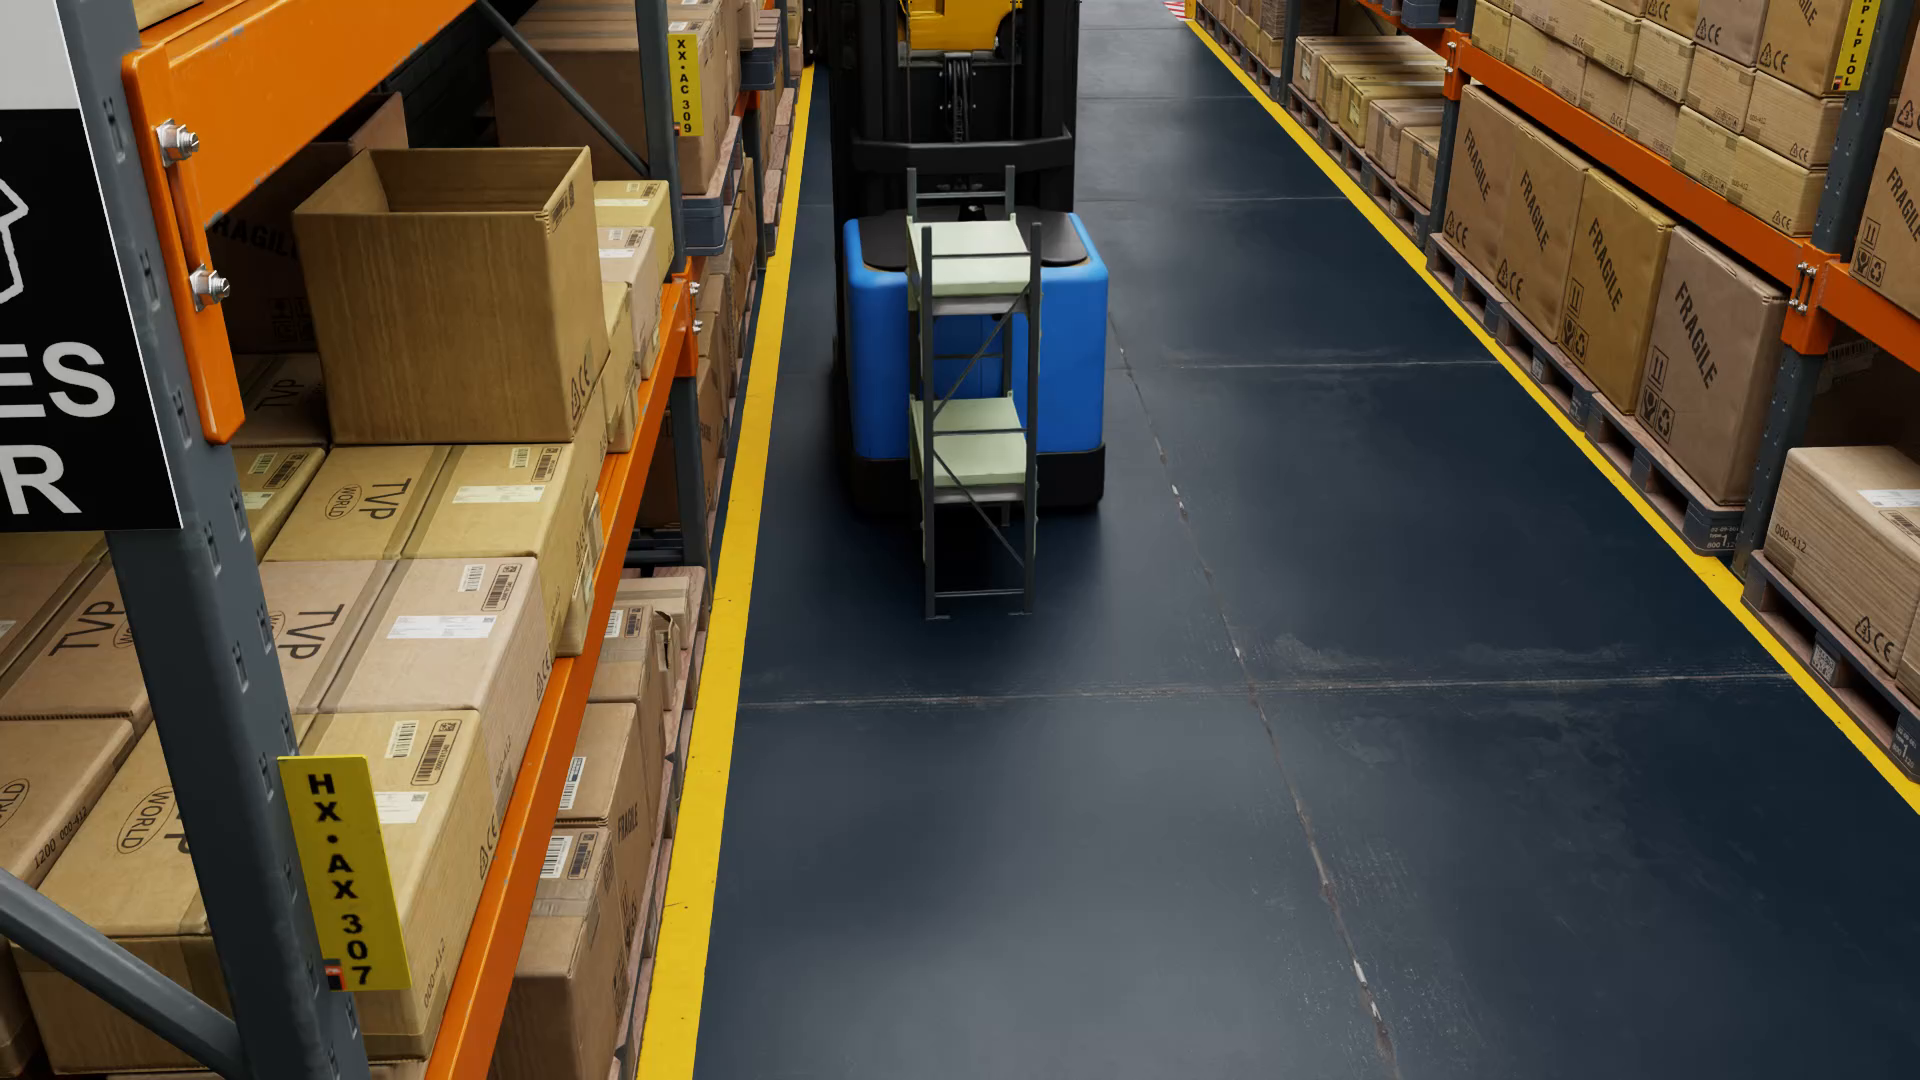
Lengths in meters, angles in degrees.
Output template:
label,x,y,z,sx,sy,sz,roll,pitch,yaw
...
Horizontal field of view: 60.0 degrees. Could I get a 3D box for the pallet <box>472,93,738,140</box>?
label,x,y,z,sx,sy,sz,roll,pitch,yaw
pallet,-1.538,-1.939,7.431,1.003,0.211,1.213,-1,28,-3

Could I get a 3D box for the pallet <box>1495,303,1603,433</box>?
label,x,y,z,sx,sy,sz,roll,pitch,yaw
pallet,3.339,-0.879,8.207,1.003,0.211,1.213,-1,28,-3

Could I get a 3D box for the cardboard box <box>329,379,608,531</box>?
label,x,y,z,sx,sy,sz,roll,pitch,yaw
cardboard box,-1.086,-0.211,3.752,0.500,0.250,0.500,-2,28,-4

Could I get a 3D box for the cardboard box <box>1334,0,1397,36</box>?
label,x,y,z,sx,sy,sz,roll,pitch,yaw
cardboard box,3.342,-4.469,13.784,0.500,0.500,0.500,0,28,0

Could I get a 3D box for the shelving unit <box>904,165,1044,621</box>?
label,x,y,z,sx,sy,sz,roll,pitch,yaw
shelving unit,0.038,-0.545,6.174,0.431,1.500,0.755,-2,28,-5

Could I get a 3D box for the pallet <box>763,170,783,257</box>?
label,x,y,z,sx,sy,sz,roll,pitch,yaw
pallet,-1.648,-2.067,10.484,1.003,0.211,1.213,-1,28,-3

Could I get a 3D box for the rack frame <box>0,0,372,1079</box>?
label,x,y,z,sx,sy,sz,roll,pitch,yaw
rack frame,-1.223,0.773,2.025,0.949,2.616,0.053,-1,28,-3

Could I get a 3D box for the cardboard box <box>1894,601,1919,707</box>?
label,x,y,z,sx,sy,sz,roll,pitch,yaw
cardboard box,3.494,0.460,4.942,0.875,0.438,0.875,-2,28,-4

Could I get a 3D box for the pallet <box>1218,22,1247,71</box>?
label,x,y,z,sx,sy,sz,roll,pitch,yaw
pallet,2.966,-4.528,15.204,1.003,0.211,1.213,-1,28,-3

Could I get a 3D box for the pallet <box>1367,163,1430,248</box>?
label,x,y,z,sx,sy,sz,roll,pitch,yaw
pallet,3.273,-2.168,10.678,1.003,0.211,1.213,-1,28,-3

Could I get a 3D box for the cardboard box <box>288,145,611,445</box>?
label,x,y,z,sx,sy,sz,roll,pitch,yaw
cardboard box,-1.060,-0.534,3.560,0.500,0.500,0.500,-1,28,-1

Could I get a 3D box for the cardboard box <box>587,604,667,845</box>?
label,x,y,z,sx,sy,sz,roll,pitch,yaw
cardboard box,-1.224,0.535,4.730,0.700,0.500,0.500,-2,28,-5

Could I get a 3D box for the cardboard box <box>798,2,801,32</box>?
label,x,y,z,sx,sy,sz,roll,pitch,yaw
cardboard box,-1.599,-4.421,13.962,0.500,0.250,0.500,-2,28,-3

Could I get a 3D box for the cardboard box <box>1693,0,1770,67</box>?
label,x,y,z,sx,sy,sz,roll,pitch,yaw
cardboard box,3.213,-2.123,6.387,0.500,0.500,0.500,-1,28,-2

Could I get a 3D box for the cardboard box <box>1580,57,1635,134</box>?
label,x,y,z,sx,sy,sz,roll,pitch,yaw
cardboard box,3.182,-2.038,7.576,0.500,0.250,0.500,-1,28,-3

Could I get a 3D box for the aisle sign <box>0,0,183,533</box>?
label,x,y,z,sx,sy,sz,roll,pitch,yaw
aisle sign,-0.930,-0.356,1.377,0.394,0.787,0.004,-1,28,-3

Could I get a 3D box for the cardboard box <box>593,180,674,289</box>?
label,x,y,z,sx,sy,sz,roll,pitch,yaw
cardboard box,-1.165,-0.911,5.093,0.500,0.250,0.500,-1,28,-1

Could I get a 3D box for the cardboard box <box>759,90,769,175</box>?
label,x,y,z,sx,sy,sz,roll,pitch,yaw
cardboard box,-1.705,-2.645,10.692,0.875,0.625,0.625,-1,28,-1

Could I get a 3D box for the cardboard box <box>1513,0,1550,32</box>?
label,x,y,z,sx,sy,sz,roll,pitch,yaw
cardboard box,3.118,-2.720,8.343,0.500,0.250,0.500,-1,28,-1

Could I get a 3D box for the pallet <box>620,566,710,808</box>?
label,x,y,z,sx,sy,sz,roll,pitch,yaw
pallet,-1.401,0.479,5.603,1.003,0.211,1.213,-1,28,-3

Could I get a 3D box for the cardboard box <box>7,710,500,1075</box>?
label,x,y,z,sx,sy,sz,roll,pitch,yaw
cardboard box,-0.981,0.491,2.405,0.500,0.250,0.500,-1,28,-2

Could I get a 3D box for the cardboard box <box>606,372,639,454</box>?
label,x,y,z,sx,sy,sz,roll,pitch,yaw
cardboard box,-1.066,-0.344,4.437,0.380,0.149,0.250,-2,28,-3

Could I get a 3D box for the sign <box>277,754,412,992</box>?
label,x,y,z,sx,sy,sz,roll,pitch,yaw
sign,-0.685,0.376,1.850,0.100,0.325,0.005,-1,28,-3

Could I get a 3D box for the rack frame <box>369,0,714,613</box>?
label,x,y,z,sx,sy,sz,roll,pitch,yaw
rack frame,-1.436,-1.075,5.567,1.000,3.000,0.127,-1,28,-3

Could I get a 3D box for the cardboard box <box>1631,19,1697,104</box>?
label,x,y,z,sx,sy,sz,roll,pitch,yaw
cardboard box,3.189,-2.019,6.999,0.500,0.250,0.500,-1,28,-1

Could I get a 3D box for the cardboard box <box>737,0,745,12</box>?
label,x,y,z,sx,sy,sz,roll,pitch,yaw
cardboard box,-1.374,-2.404,7.551,0.797,0.503,0.637,-2,28,-4

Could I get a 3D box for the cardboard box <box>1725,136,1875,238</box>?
label,x,y,z,sx,sy,sz,roll,pitch,yaw
cardboard box,3.246,-1.331,6.220,0.500,0.250,0.500,-2,28,-4

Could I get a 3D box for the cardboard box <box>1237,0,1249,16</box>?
label,x,y,z,sx,sy,sz,roll,pitch,yaw
cardboard box,2.748,-4.927,14.662,0.500,0.500,0.500,0,28,0

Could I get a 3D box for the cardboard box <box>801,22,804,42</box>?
label,x,y,z,sx,sy,sz,roll,pitch,yaw
cardboard box,-1.632,-4.439,14.536,0.500,0.250,0.500,-1,28,-2

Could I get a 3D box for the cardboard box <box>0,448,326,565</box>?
label,x,y,z,sx,sy,sz,roll,pitch,yaw
cardboard box,-1.563,0.034,3.281,0.500,0.250,0.500,-1,28,-1

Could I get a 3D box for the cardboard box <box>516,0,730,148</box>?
label,x,y,z,sx,sy,sz,roll,pitch,yaw
cardboard box,-1.264,-1.773,6.344,0.700,0.500,0.500,-1,28,-2

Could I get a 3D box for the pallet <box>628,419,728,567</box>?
label,x,y,z,sx,sy,sz,roll,pitch,yaw
pallet,-1.516,-0.213,6.930,1.003,0.211,1.213,-1,28,-3

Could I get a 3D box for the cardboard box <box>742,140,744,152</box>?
label,x,y,z,sx,sy,sz,roll,pitch,yaw
cardboard box,-1.366,-2.065,9.014,0.380,0.149,0.250,-3,28,-5

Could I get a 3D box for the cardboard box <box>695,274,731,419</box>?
label,x,y,z,sx,sy,sz,roll,pitch,yaw
cardboard box,-1.295,-0.858,7.400,0.500,0.500,0.500,-2,28,-4

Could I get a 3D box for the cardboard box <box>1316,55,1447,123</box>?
label,x,y,z,sx,sy,sz,roll,pitch,yaw
cardboard box,3.174,-3.338,12.293,0.950,0.372,0.625,0,28,1

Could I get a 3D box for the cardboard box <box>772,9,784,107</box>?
label,x,y,z,sx,sy,sz,roll,pitch,yaw
cardboard box,-1.815,-3.662,12.641,0.875,0.625,0.625,0,28,0

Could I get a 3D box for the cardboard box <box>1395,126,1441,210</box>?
label,x,y,z,sx,sy,sz,roll,pitch,yaw
cardboard box,3.293,-2.326,10.353,0.950,0.372,0.625,-3,28,-6

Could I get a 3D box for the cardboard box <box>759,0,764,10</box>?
label,x,y,z,sx,sy,sz,roll,pitch,yaw
cardboard box,-1.445,-3.299,9.993,0.500,0.250,0.500,-2,28,-4

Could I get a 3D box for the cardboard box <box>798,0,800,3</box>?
label,x,y,z,sx,sy,sz,roll,pitch,yaw
cardboard box,-1.582,-4.647,13.854,0.500,0.250,0.500,-1,28,-3

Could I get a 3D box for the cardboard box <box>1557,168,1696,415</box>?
label,x,y,z,sx,sy,sz,roll,pitch,yaw
cardboard box,3.354,-1.142,7.539,0.875,0.875,0.875,-1,28,-1

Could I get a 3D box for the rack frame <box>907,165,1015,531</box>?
label,x,y,z,sx,sy,sz,roll,pitch,yaw
rack frame,0.004,-0.714,6.497,0.400,1.500,0.023,-2,28,-5

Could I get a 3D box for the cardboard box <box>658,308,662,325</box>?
label,x,y,z,sx,sy,sz,roll,pitch,yaw
cardboard box,-1.131,-0.702,5.125,0.380,0.149,0.250,-1,28,-1

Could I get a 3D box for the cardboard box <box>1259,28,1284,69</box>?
label,x,y,z,sx,sy,sz,roll,pitch,yaw
cardboard box,2.804,-4.124,13.933,0.500,0.250,0.500,0,28,0

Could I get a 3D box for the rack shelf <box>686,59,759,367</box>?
label,x,y,z,sx,sy,sz,roll,pitch,yaw
rack shelf,-1.540,-1.679,7.504,1.077,0.370,4.000,-1,28,-3

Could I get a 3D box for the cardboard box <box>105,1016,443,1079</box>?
label,x,y,z,sx,sy,sz,roll,pitch,yaw
cardboard box,-0.970,0.726,2.387,0.380,0.149,0.250,-2,28,-3

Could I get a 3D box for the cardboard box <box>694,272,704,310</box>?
label,x,y,z,sx,sy,sz,roll,pitch,yaw
cardboard box,-1.309,-1.099,7.161,0.380,0.149,0.250,-1,28,-3

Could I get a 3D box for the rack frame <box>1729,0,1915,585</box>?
label,x,y,z,sx,sy,sz,roll,pitch,yaw
rack frame,3.521,-1.196,5.800,1.000,3.000,0.127,-1,28,-3

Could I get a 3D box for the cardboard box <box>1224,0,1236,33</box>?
label,x,y,z,sx,sy,sz,roll,pitch,yaw
cardboard box,2.721,-4.838,15.302,0.500,0.250,0.500,0,28,1

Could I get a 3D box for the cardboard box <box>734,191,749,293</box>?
label,x,y,z,sx,sy,sz,roll,pitch,yaw
cardboard box,-1.392,-1.578,8.781,0.500,0.500,0.500,-2,28,-3

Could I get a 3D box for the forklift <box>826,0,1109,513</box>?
label,x,y,z,sx,sy,sz,roll,pitch,yaw
forklift,-0.054,-2.060,7.529,1.130,2.935,3.031,-2,28,-5

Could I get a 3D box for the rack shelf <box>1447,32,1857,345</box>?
label,x,y,z,sx,sy,sz,roll,pitch,yaw
rack shelf,3.417,-1.801,7.737,1.077,0.370,4.000,-1,28,-3

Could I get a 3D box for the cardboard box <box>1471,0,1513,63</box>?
label,x,y,z,sx,sy,sz,roll,pitch,yaw
cardboard box,3.087,-2.745,8.931,0.500,0.250,0.500,-2,28,-4

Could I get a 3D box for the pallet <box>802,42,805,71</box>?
label,x,y,z,sx,sy,sz,roll,pitch,yaw
pallet,-1.920,-4.466,15.084,1.003,0.211,1.213,-1,28,-3
